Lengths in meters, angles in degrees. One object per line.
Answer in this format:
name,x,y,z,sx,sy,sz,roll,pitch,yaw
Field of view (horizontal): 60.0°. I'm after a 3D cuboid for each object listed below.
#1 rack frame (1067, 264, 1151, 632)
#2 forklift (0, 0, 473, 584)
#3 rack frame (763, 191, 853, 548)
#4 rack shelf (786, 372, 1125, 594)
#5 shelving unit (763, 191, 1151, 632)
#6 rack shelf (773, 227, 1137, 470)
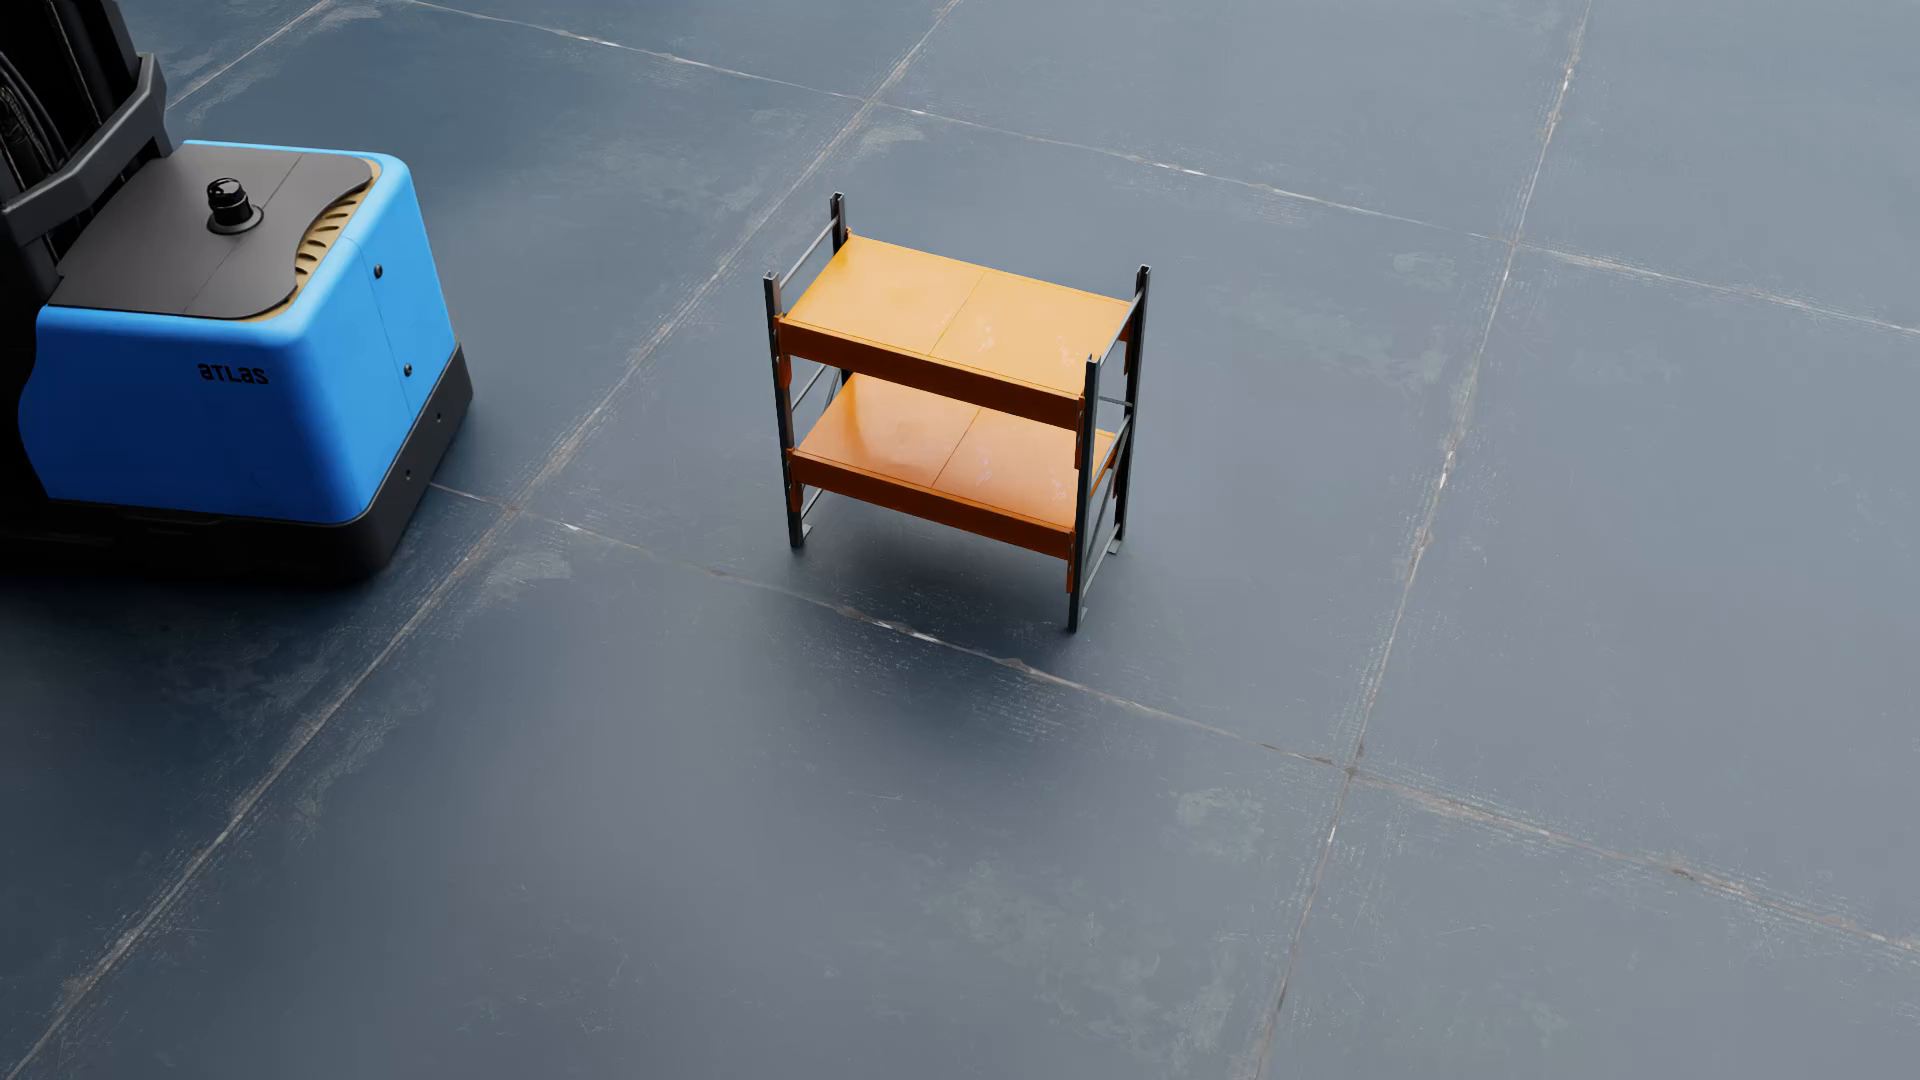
rack frame,0.463,-0.263,5.216,0.032,1.125,0.500,16,47,16
forklift,-3.368,-1.354,5.033,3.031,2.935,1.130,5,45,5
rack frame,-0.475,-0.539,5.494,0.032,1.125,0.500,16,47,16
rack shelf,-0.006,-0.227,5.528,1.000,0.278,0.538,16,47,16
shelving unit,-0.006,-0.401,5.355,1.048,1.125,0.538,16,47,16
rack shelf,-0.006,-0.608,5.149,1.000,0.278,0.538,16,47,16
